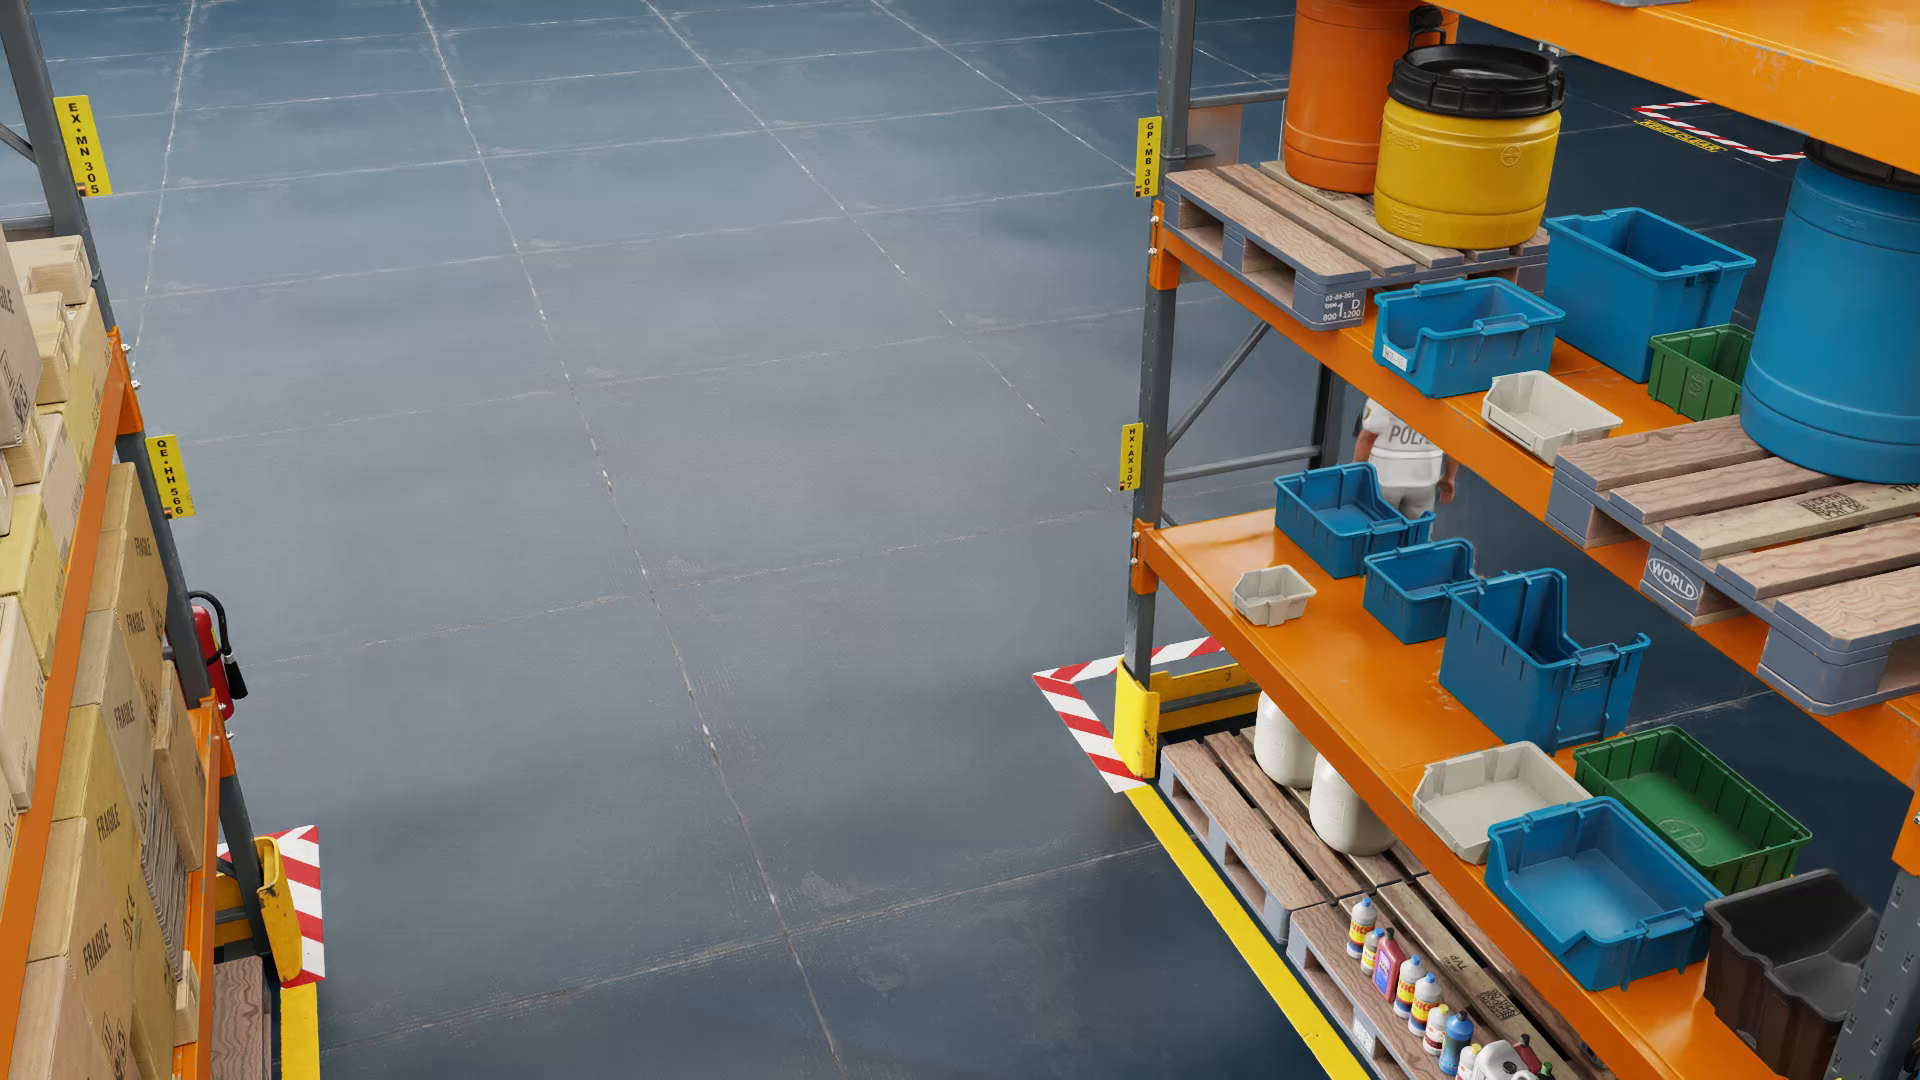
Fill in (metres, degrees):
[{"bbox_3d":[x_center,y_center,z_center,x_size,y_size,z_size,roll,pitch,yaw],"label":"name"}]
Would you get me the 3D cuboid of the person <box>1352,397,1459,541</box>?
[{"bbox_3d":[2.380,-0.337,8.891,0.641,1.749,0.413,-4,30,-7],"label":"person"}]
